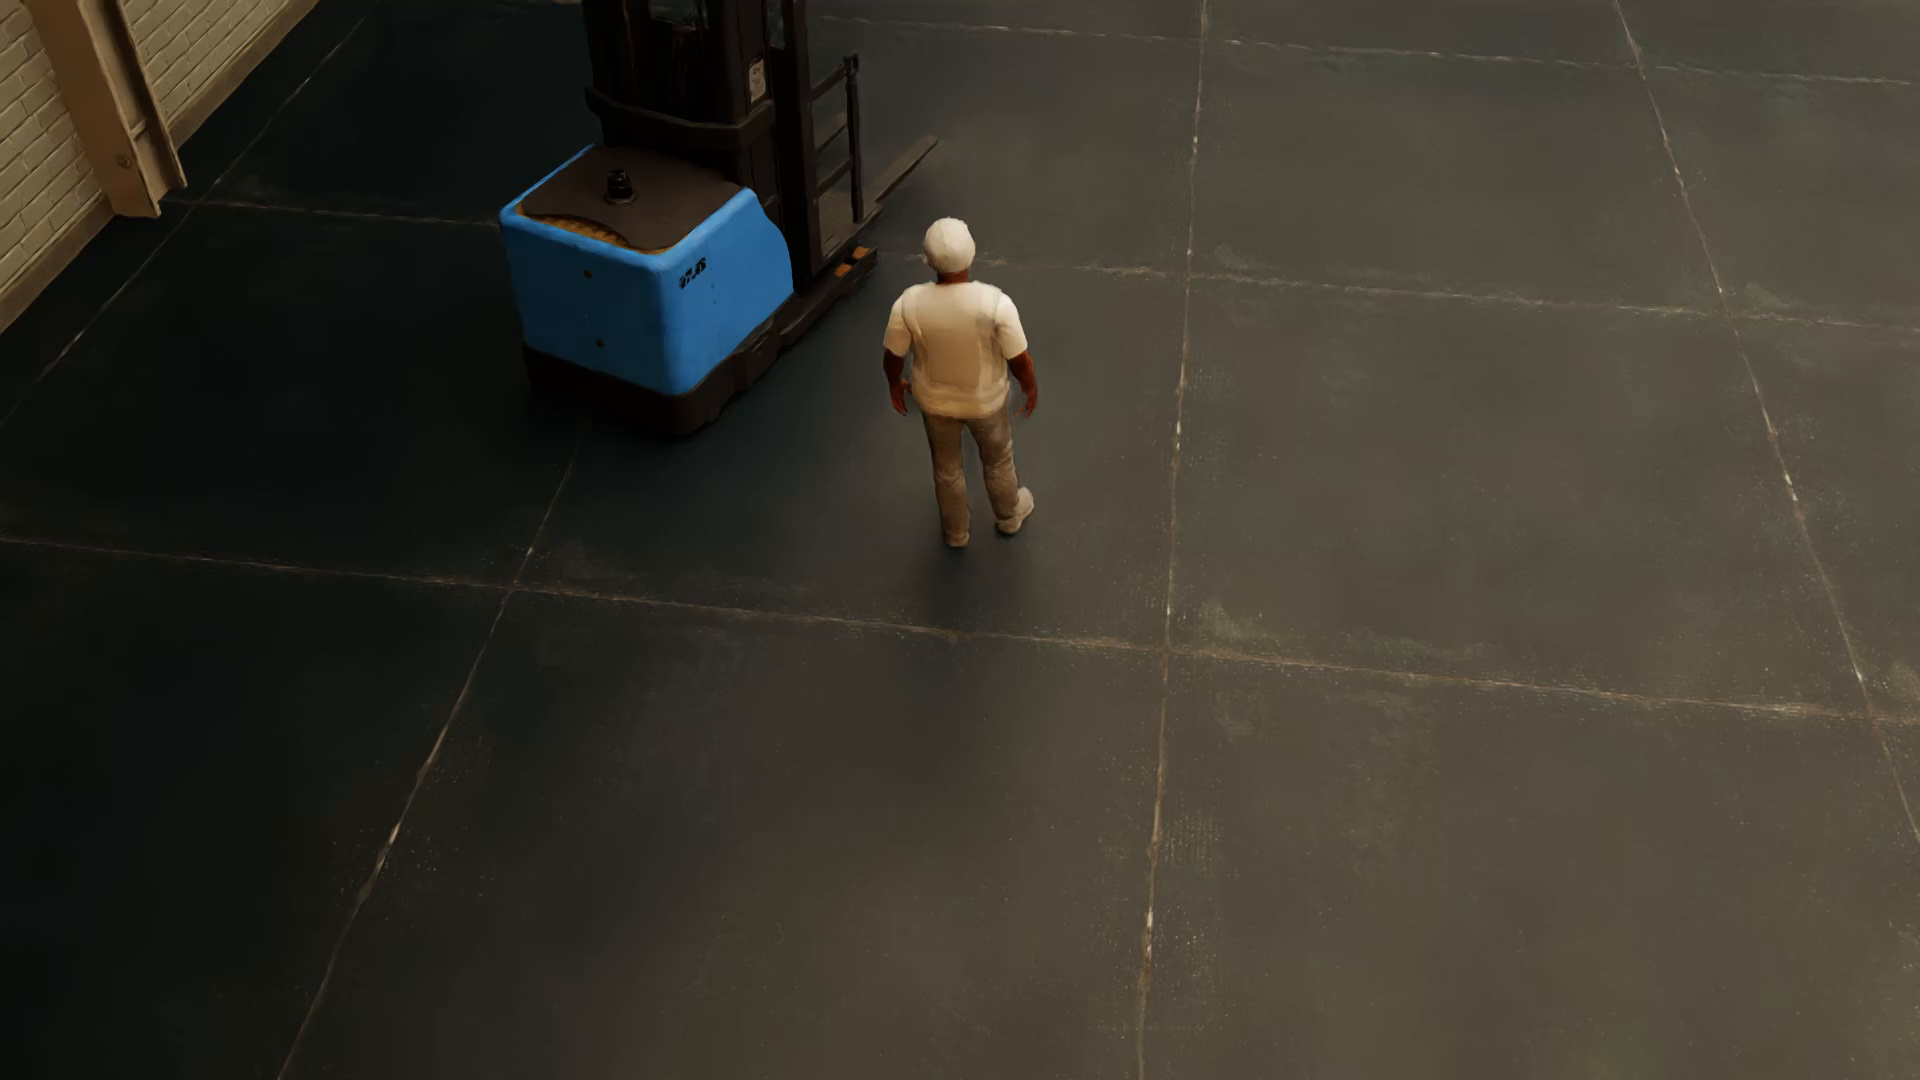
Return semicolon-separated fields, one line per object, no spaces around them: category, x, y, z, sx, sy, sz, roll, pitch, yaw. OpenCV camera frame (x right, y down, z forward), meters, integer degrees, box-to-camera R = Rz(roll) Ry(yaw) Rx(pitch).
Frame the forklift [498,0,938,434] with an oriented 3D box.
forklift;-1.130;-2.605;8.560;1.130;2.935;3.031;19;46;20

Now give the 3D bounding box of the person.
person;0.015;-0.702;7.339;0.665;1.766;0.576;5;43;6
